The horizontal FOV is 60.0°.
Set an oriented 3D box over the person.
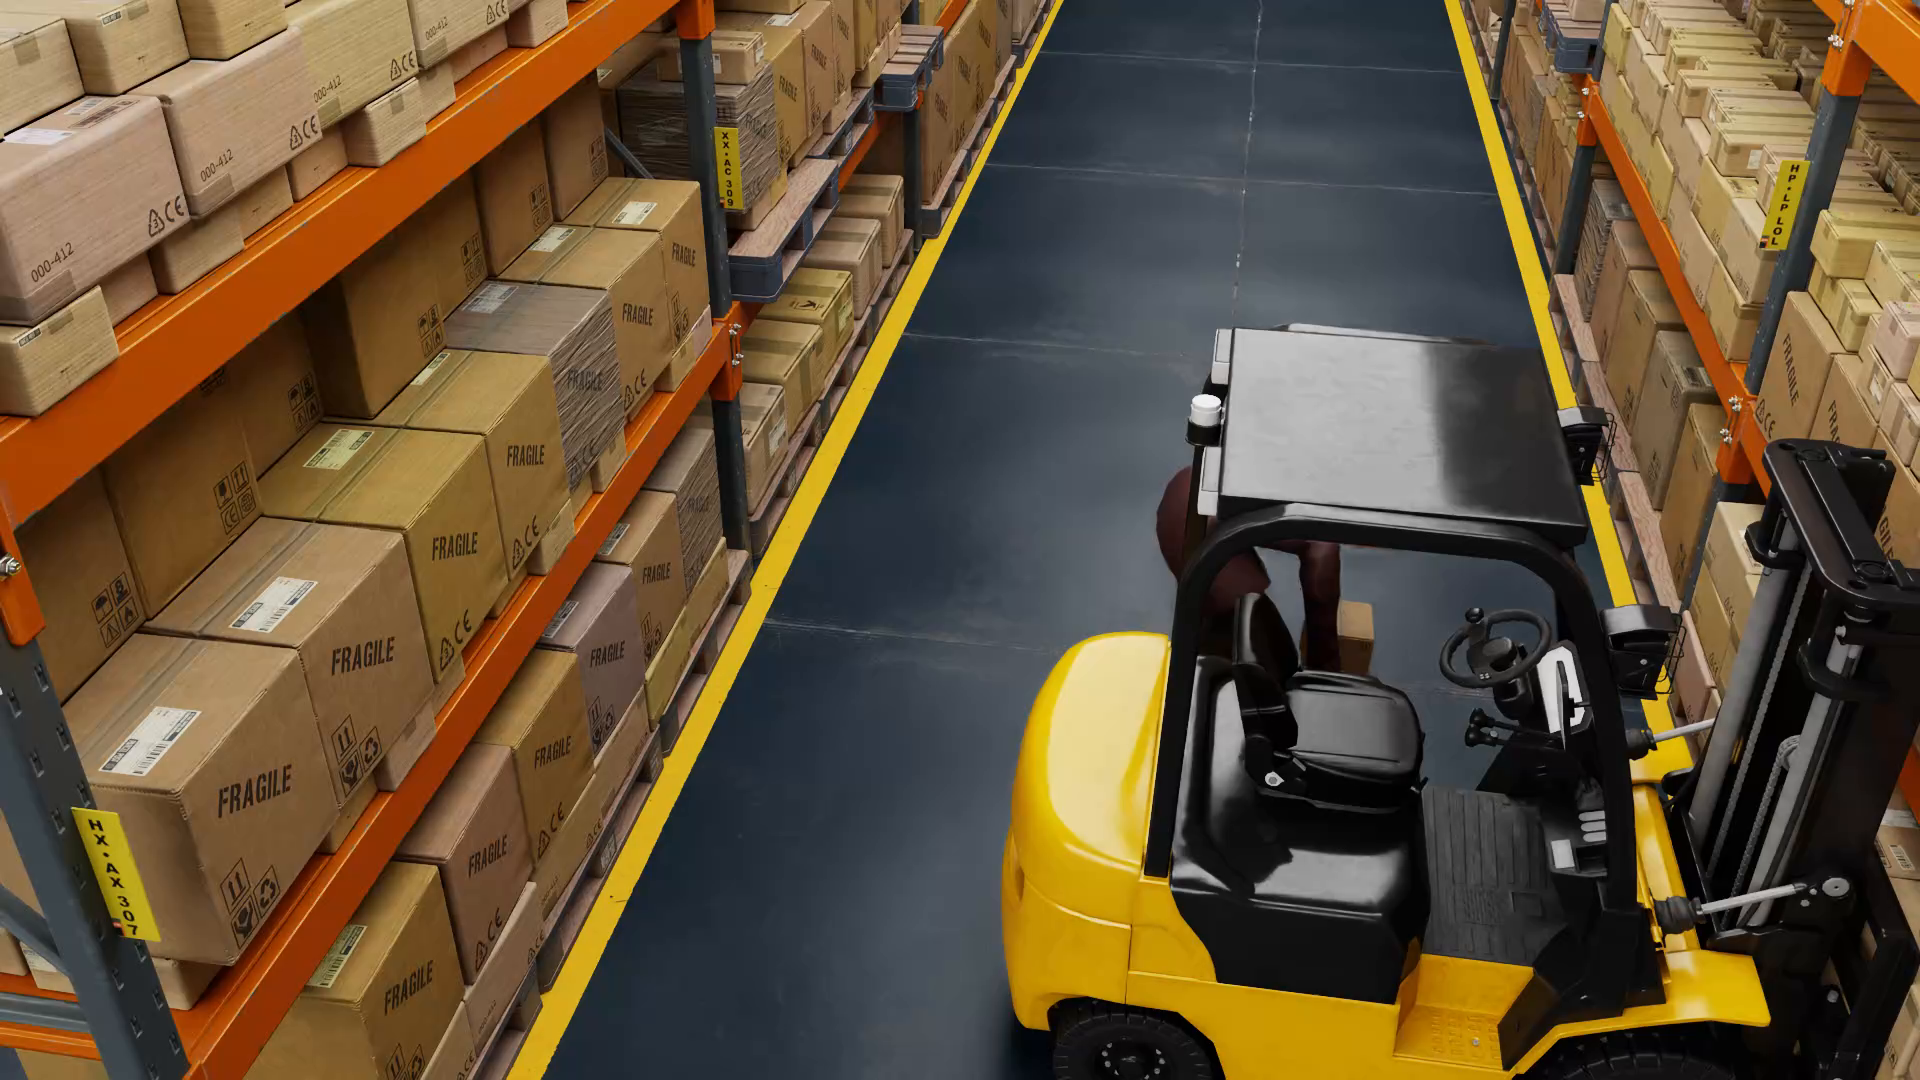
[{"bbox_3d":[1.221,0.205,6.461,0.951,1.101,0.576,4,32,6],"label":"person"}]
